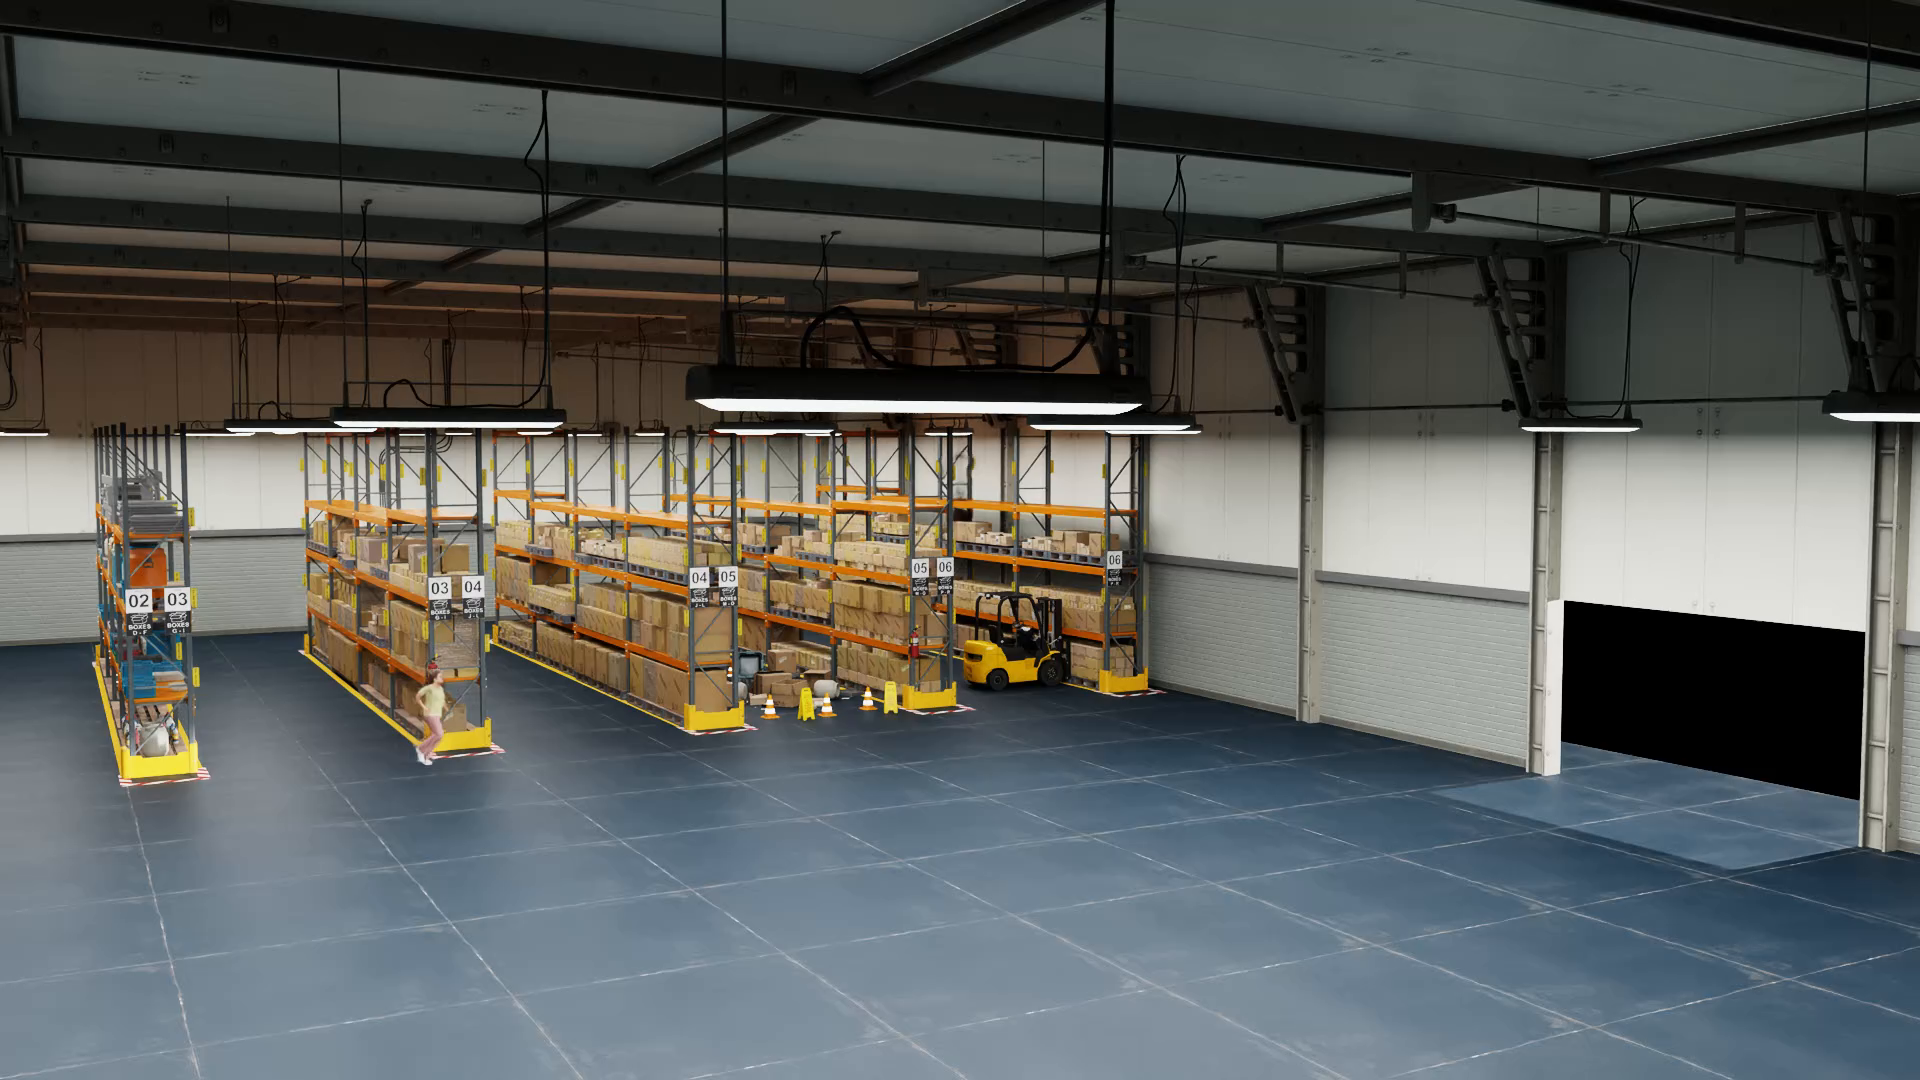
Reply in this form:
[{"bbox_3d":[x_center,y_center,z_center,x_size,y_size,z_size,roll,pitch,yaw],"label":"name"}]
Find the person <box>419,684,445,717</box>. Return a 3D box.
[{"bbox_3d":[-9.319,2.845,29.457,0.353,0.594,0.543,1,4,13],"label":"person"}]
